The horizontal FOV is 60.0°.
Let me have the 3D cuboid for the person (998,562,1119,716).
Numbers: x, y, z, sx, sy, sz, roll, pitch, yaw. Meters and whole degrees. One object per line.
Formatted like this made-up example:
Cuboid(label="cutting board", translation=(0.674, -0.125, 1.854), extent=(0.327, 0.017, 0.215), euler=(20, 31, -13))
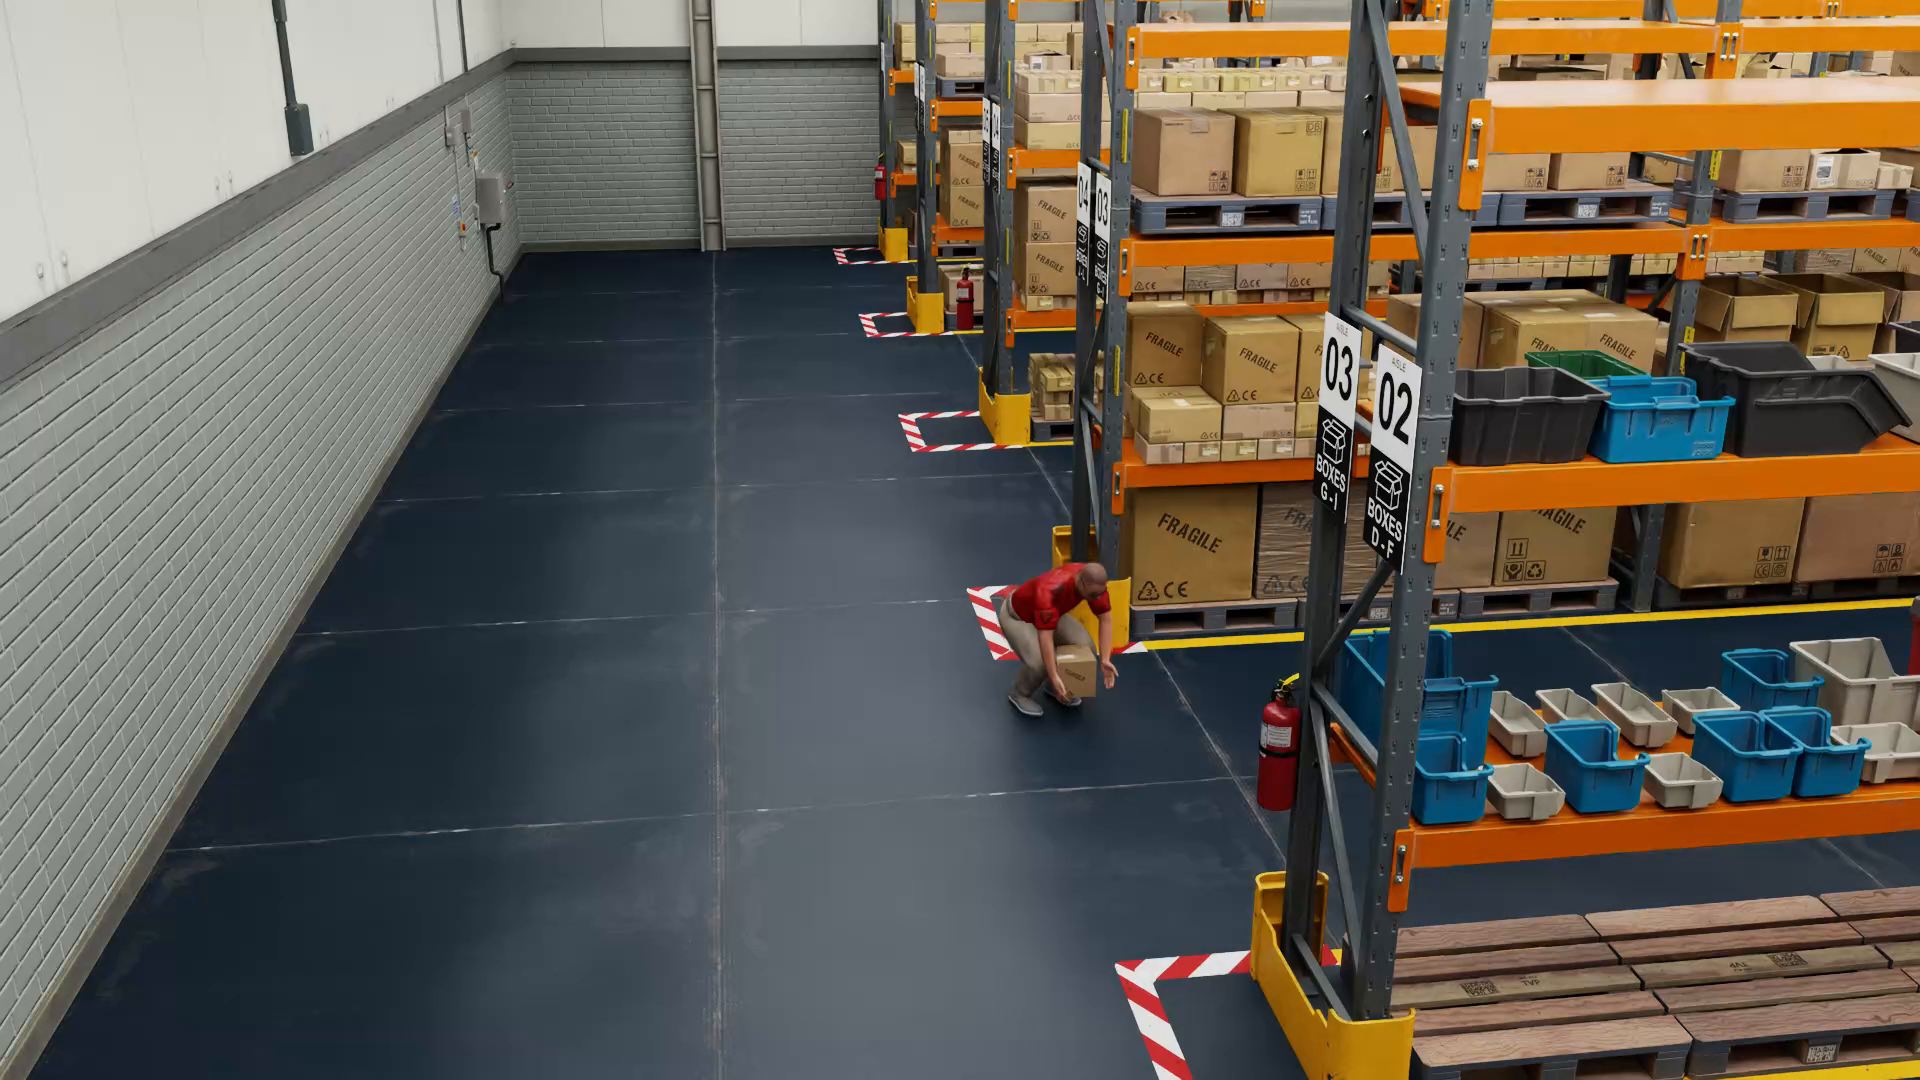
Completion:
Cuboid(label="person", translation=(0.622, 0.564, 10.487), extent=(0.577, 1.087, 0.824), euler=(-12, 23, -29))
